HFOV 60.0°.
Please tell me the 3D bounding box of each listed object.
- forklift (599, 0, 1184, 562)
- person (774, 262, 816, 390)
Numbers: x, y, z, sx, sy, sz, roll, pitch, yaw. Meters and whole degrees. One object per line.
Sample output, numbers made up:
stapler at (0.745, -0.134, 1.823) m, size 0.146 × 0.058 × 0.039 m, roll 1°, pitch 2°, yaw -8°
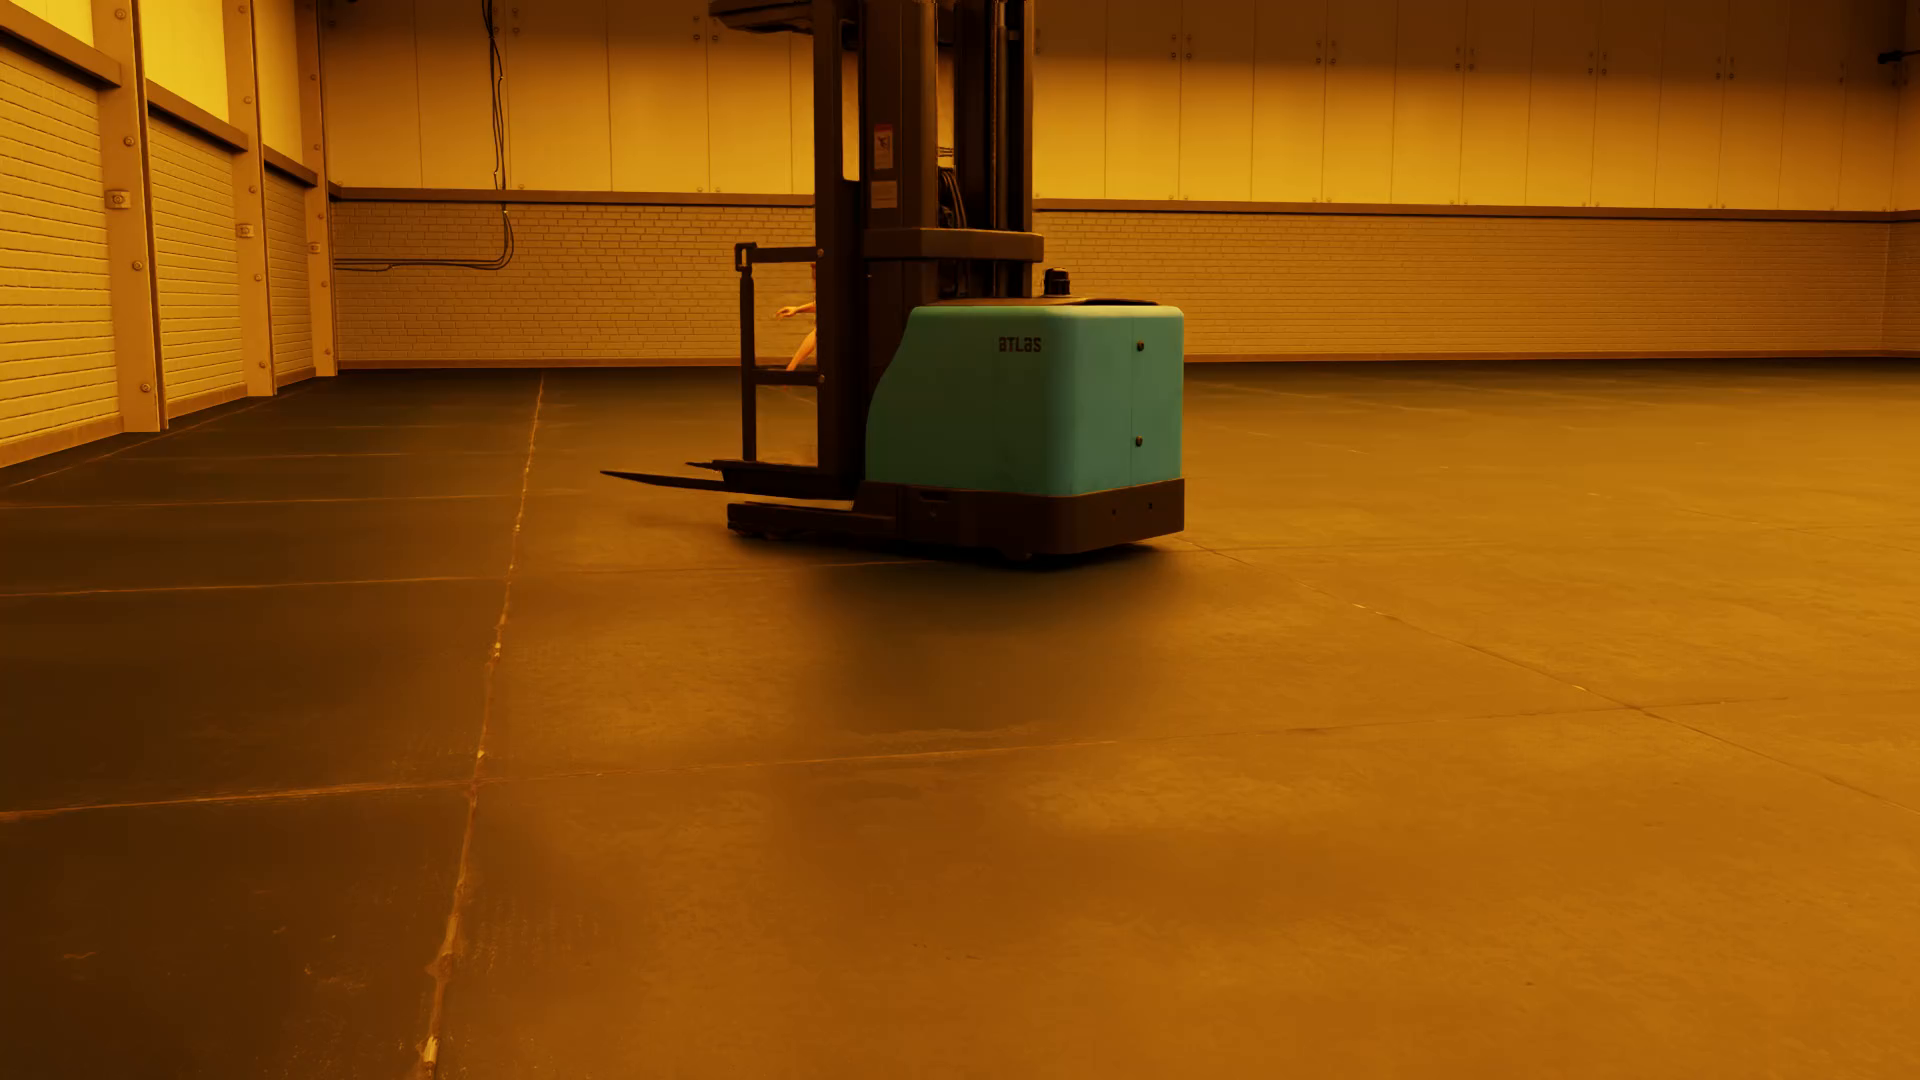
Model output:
forklift at (-0.472, -1.498, 7.838) m, size 3.031 × 2.935 × 1.130 m, roll 6°, pitch 10°, yaw 37°
person at (-0.841, -1.056, 10.367) m, size 0.684 × 1.441 × 0.947 m, roll -2°, pitch 8°, yaw -17°
